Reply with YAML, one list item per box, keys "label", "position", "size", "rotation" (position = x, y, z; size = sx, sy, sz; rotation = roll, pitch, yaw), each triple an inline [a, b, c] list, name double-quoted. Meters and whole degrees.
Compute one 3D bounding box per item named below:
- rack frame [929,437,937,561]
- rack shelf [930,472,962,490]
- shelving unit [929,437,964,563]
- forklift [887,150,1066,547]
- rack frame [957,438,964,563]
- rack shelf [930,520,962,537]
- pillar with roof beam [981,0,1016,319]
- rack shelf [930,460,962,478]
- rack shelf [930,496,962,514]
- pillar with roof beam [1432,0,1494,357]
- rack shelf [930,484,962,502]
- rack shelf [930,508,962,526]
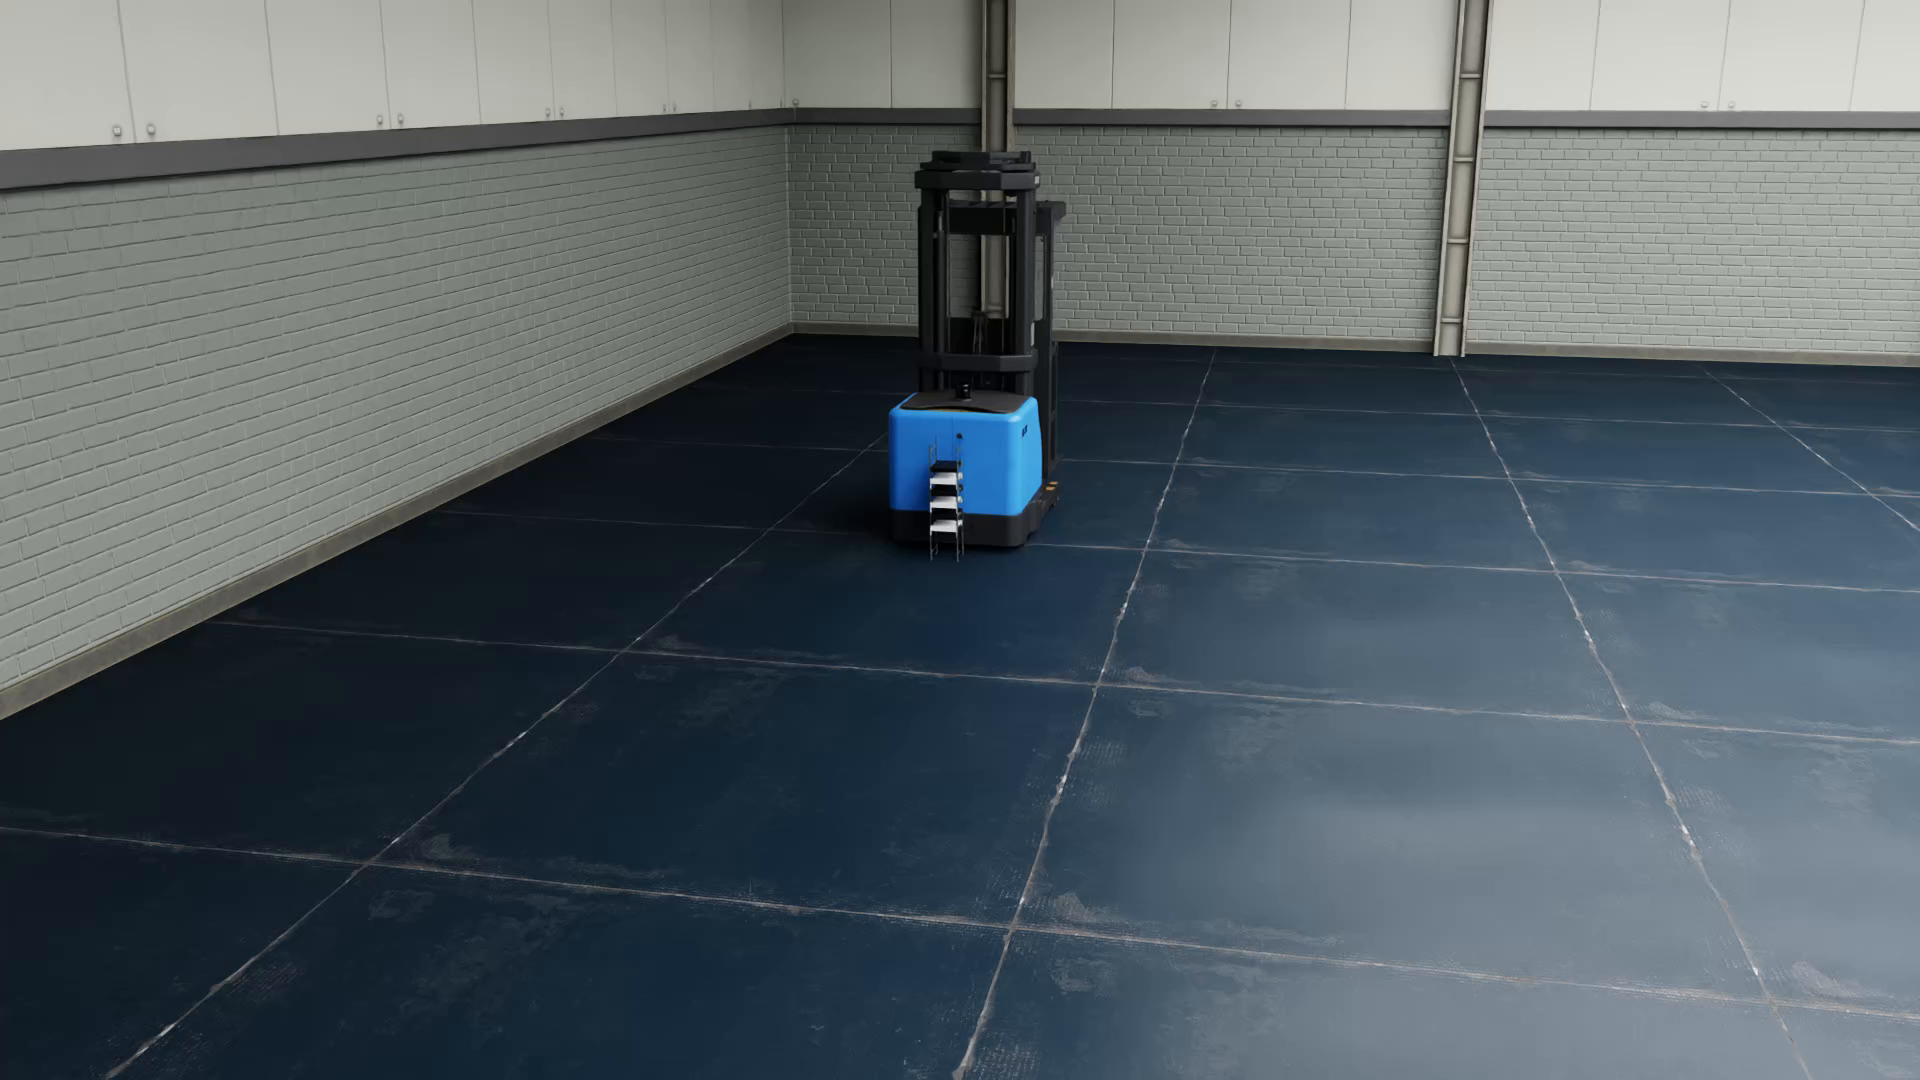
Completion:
- label: "rack frame"
  position: [-0.199, -0.305, 12.407]
  size: [0.006, 0.900, 0.240]
  rotation: [3, 16, 10]
- label: "rack shelf"
  position: [-0.099, -0.441, 12.349]
  size: [0.200, 0.077, 0.258]
  rotation: [3, 16, 10]
- label: "shelving unit"
  position: [-0.099, -0.300, 12.388]
  size: [0.210, 0.900, 0.258]
  rotation: [3, 16, 10]
- label: "forklift"
  position: [0.255, -1.711, 13.679]
  size: [1.130, 2.935, 3.031]
  rotation: [3, 16, 12]
- label: "rack frame"
  position: [0.001, -0.295, 12.370]
  size: [0.006, 0.900, 0.240]
  rotation: [3, 16, 10]
- label: "rack shelf"
  position: [-0.099, -0.094, 12.445]
  size: [0.200, 0.077, 0.258]
  rotation: [3, 16, 10]
- label: "pillar with roof beam"
  position: [-0.350, -5.958, 17.644]
  size: [0.400, 9.000, 9.100]
  rotation: [3, 16, 11]
- label: "rack shelf"
  position: [-0.099, -0.528, 12.325]
  size: [0.200, 0.077, 0.258]
  rotation: [3, 16, 10]
- label: "rack shelf"
  position: [-0.099, -0.268, 12.397]
  size: [0.200, 0.077, 0.258]
  rotation: [3, 16, 10]
- label: "pillar with roof beam"
  position: [5.530, -5.639, 16.492]
  size: [0.400, 9.000, 9.100]
  rotation: [3, 16, 11]
- label: "rack shelf"
  position: [-0.099, -0.354, 12.373]
  size: [0.200, 0.077, 0.258]
  rotation: [3, 16, 10]
- label: "rack shelf"
  position: [-0.099, -0.181, 12.421]
  size: [0.200, 0.077, 0.258]
  rotation: [3, 16, 10]
